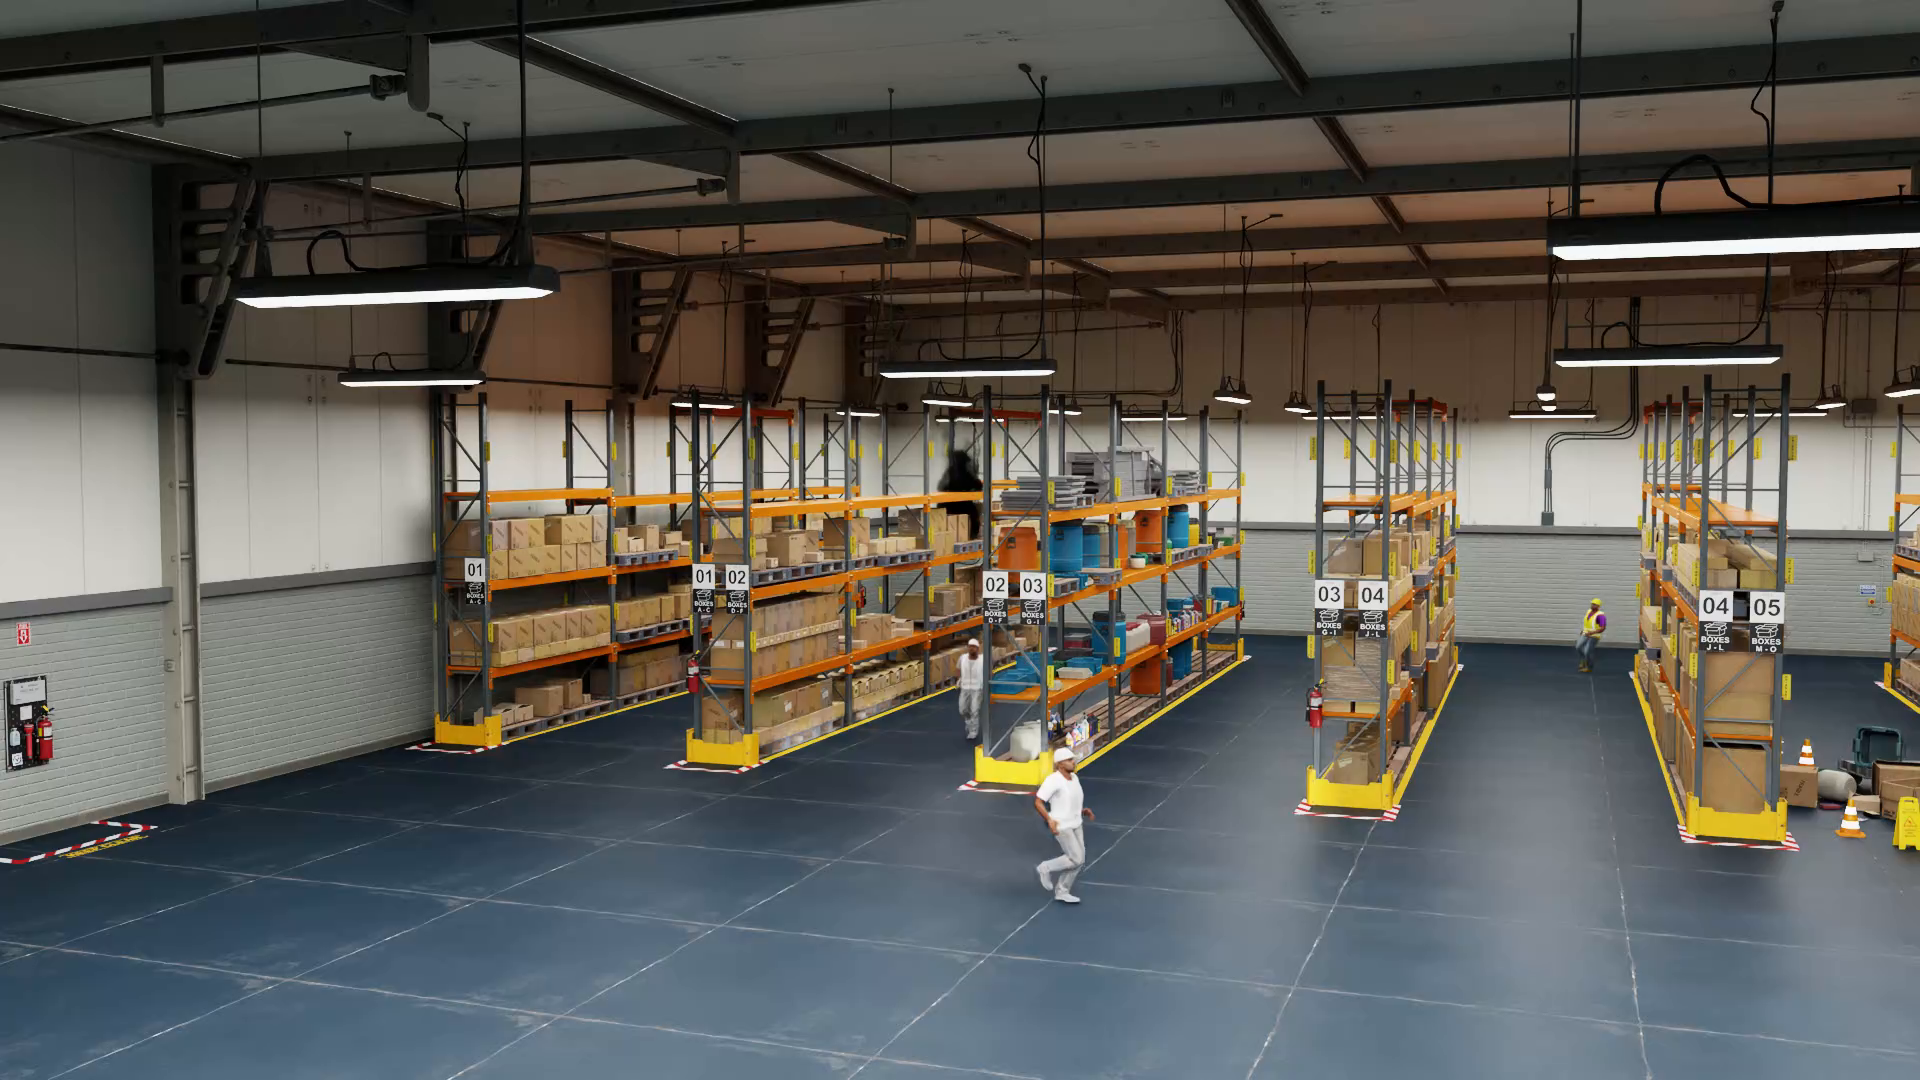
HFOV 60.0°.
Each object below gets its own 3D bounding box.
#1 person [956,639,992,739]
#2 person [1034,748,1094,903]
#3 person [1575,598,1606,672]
[{"bbox_3d":[0.213,2.590,28.925,0.661,1.736,0.537,1,3,13],"label":"person"},{"bbox_3d":[1.173,3.161,18.455,0.580,1.717,0.703,2,4,36],"label":"person"},{"bbox_3d":[14.195,2.156,37.452,0.587,1.701,0.734,-2,3,-26],"label":"person"}]
